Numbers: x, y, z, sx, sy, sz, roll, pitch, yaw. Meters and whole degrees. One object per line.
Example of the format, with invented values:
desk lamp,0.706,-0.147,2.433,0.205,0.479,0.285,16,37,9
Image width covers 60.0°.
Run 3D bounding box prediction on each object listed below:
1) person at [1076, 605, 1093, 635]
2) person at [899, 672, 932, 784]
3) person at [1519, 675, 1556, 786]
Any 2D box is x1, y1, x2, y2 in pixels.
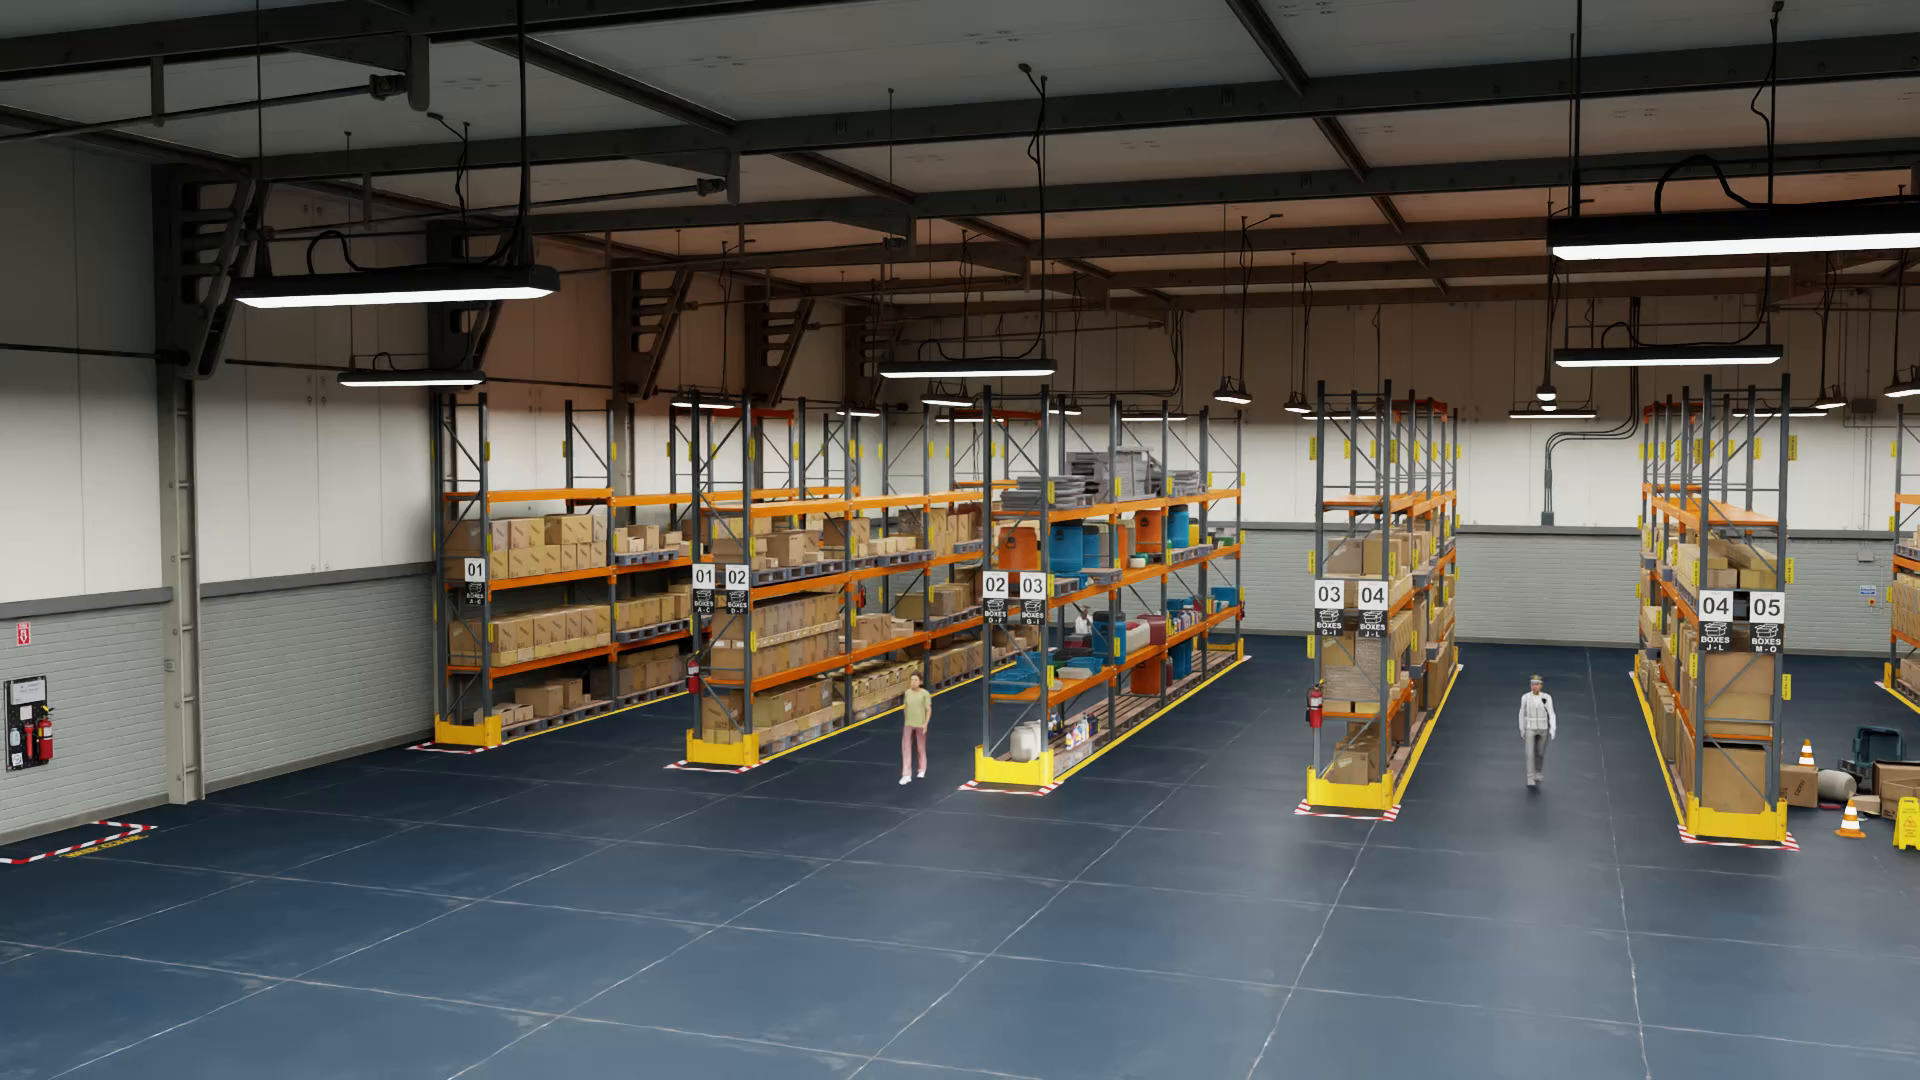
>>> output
person,2.776,2.241,35.733,0.598,1.737,0.643,2,4,32
person,-0.667,2.820,25.159,0.465,1.633,0.852,1,3,14
person,8.634,2.834,24.842,0.512,1.637,0.966,1,3,14
